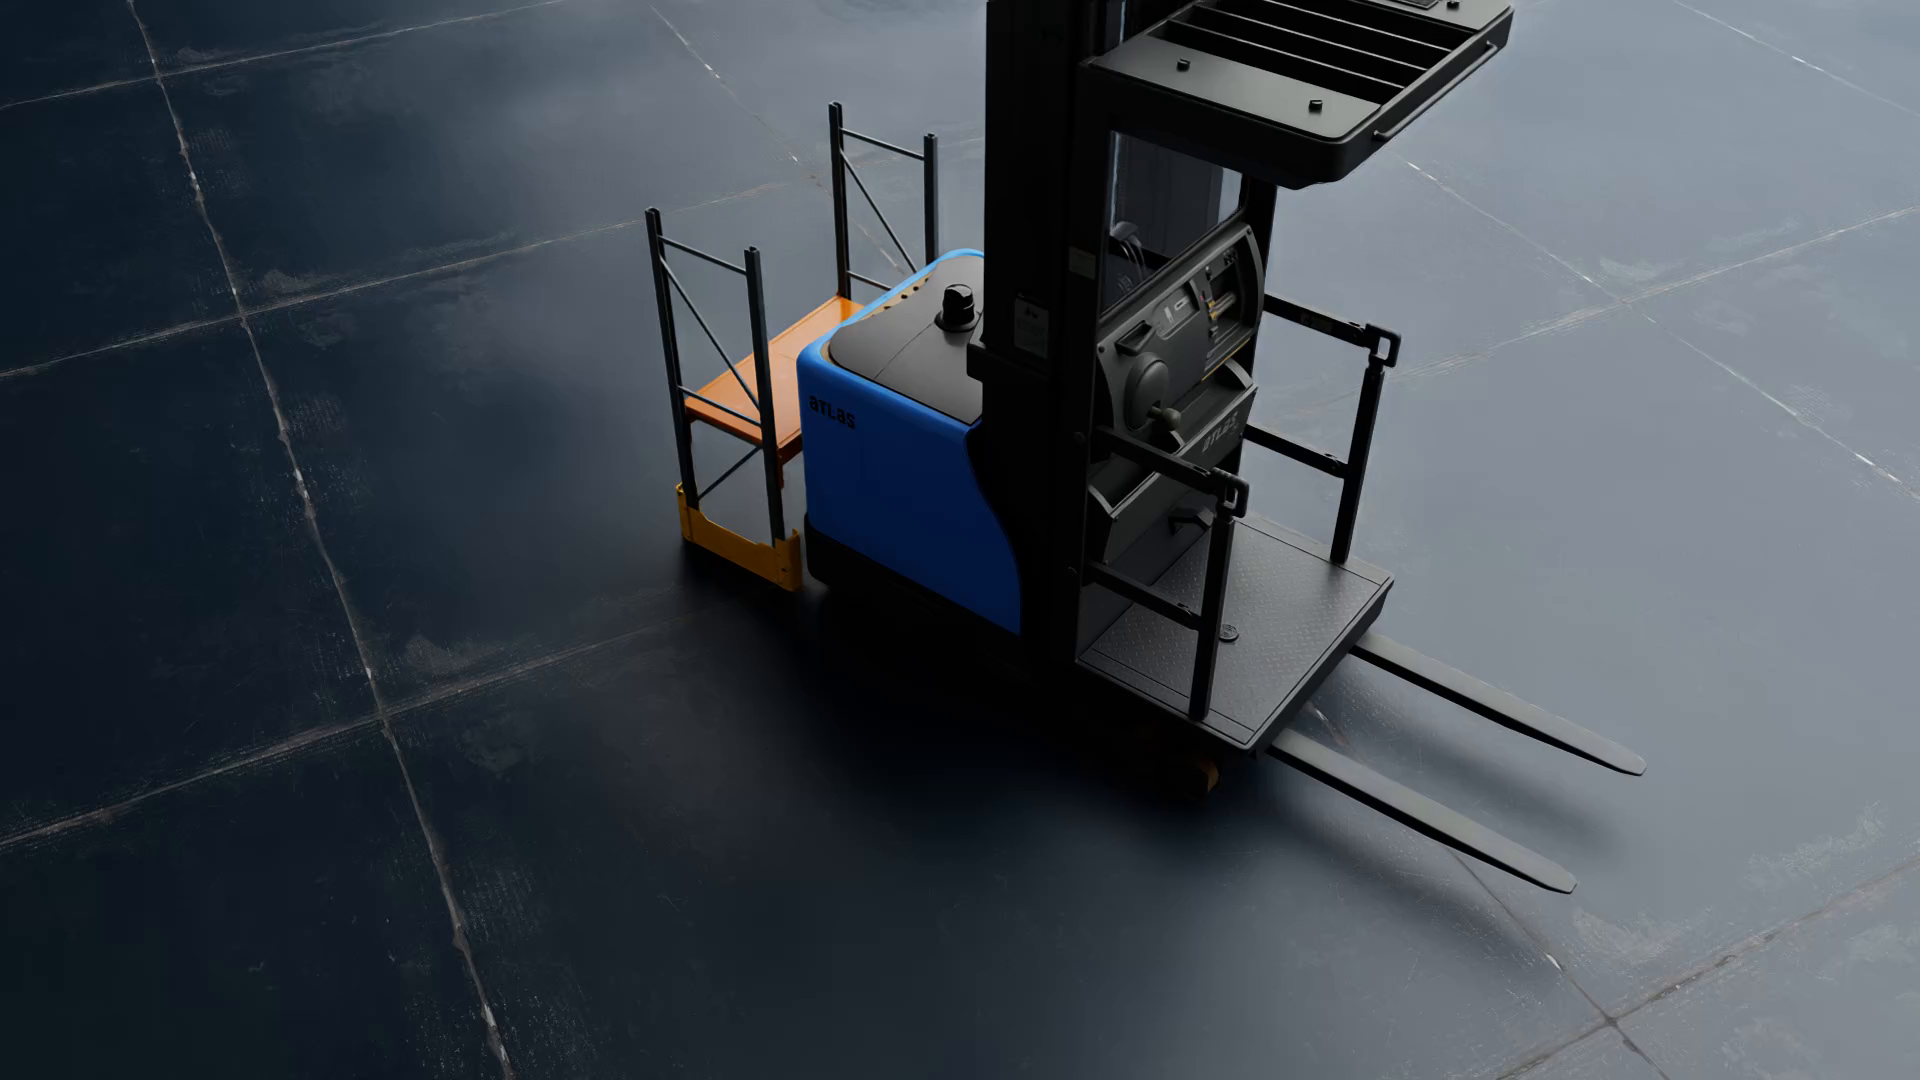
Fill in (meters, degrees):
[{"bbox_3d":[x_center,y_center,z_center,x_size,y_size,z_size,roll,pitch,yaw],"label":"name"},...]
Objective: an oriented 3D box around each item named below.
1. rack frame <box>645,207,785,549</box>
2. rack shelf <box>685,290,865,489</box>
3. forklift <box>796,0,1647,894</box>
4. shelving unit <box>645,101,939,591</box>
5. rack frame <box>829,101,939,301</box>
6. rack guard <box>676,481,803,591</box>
[{"bbox_3d":[-0.885,-0.489,6.167,0.500,1.500,0.032,25,46,26],"label":"rack frame"},{"bbox_3d":[-0.590,-0.620,6.600,0.538,0.185,1.000,25,46,26],"label":"rack shelf"},{"bbox_3d":[0.880,-0.626,5.220,3.031,2.935,1.130,26,47,28],"label":"forklift"},{"bbox_3d":[-0.585,-0.762,6.489,0.587,1.500,1.083,25,46,26],"label":"shelving unit"},{"bbox_3d":[-0.296,-1.025,6.800,0.500,1.500,0.032,25,46,26],"label":"rack frame"},{"bbox_3d":[-0.874,-0.023,6.583,0.587,0.250,0.087,25,46,26],"label":"rack guard"}]
